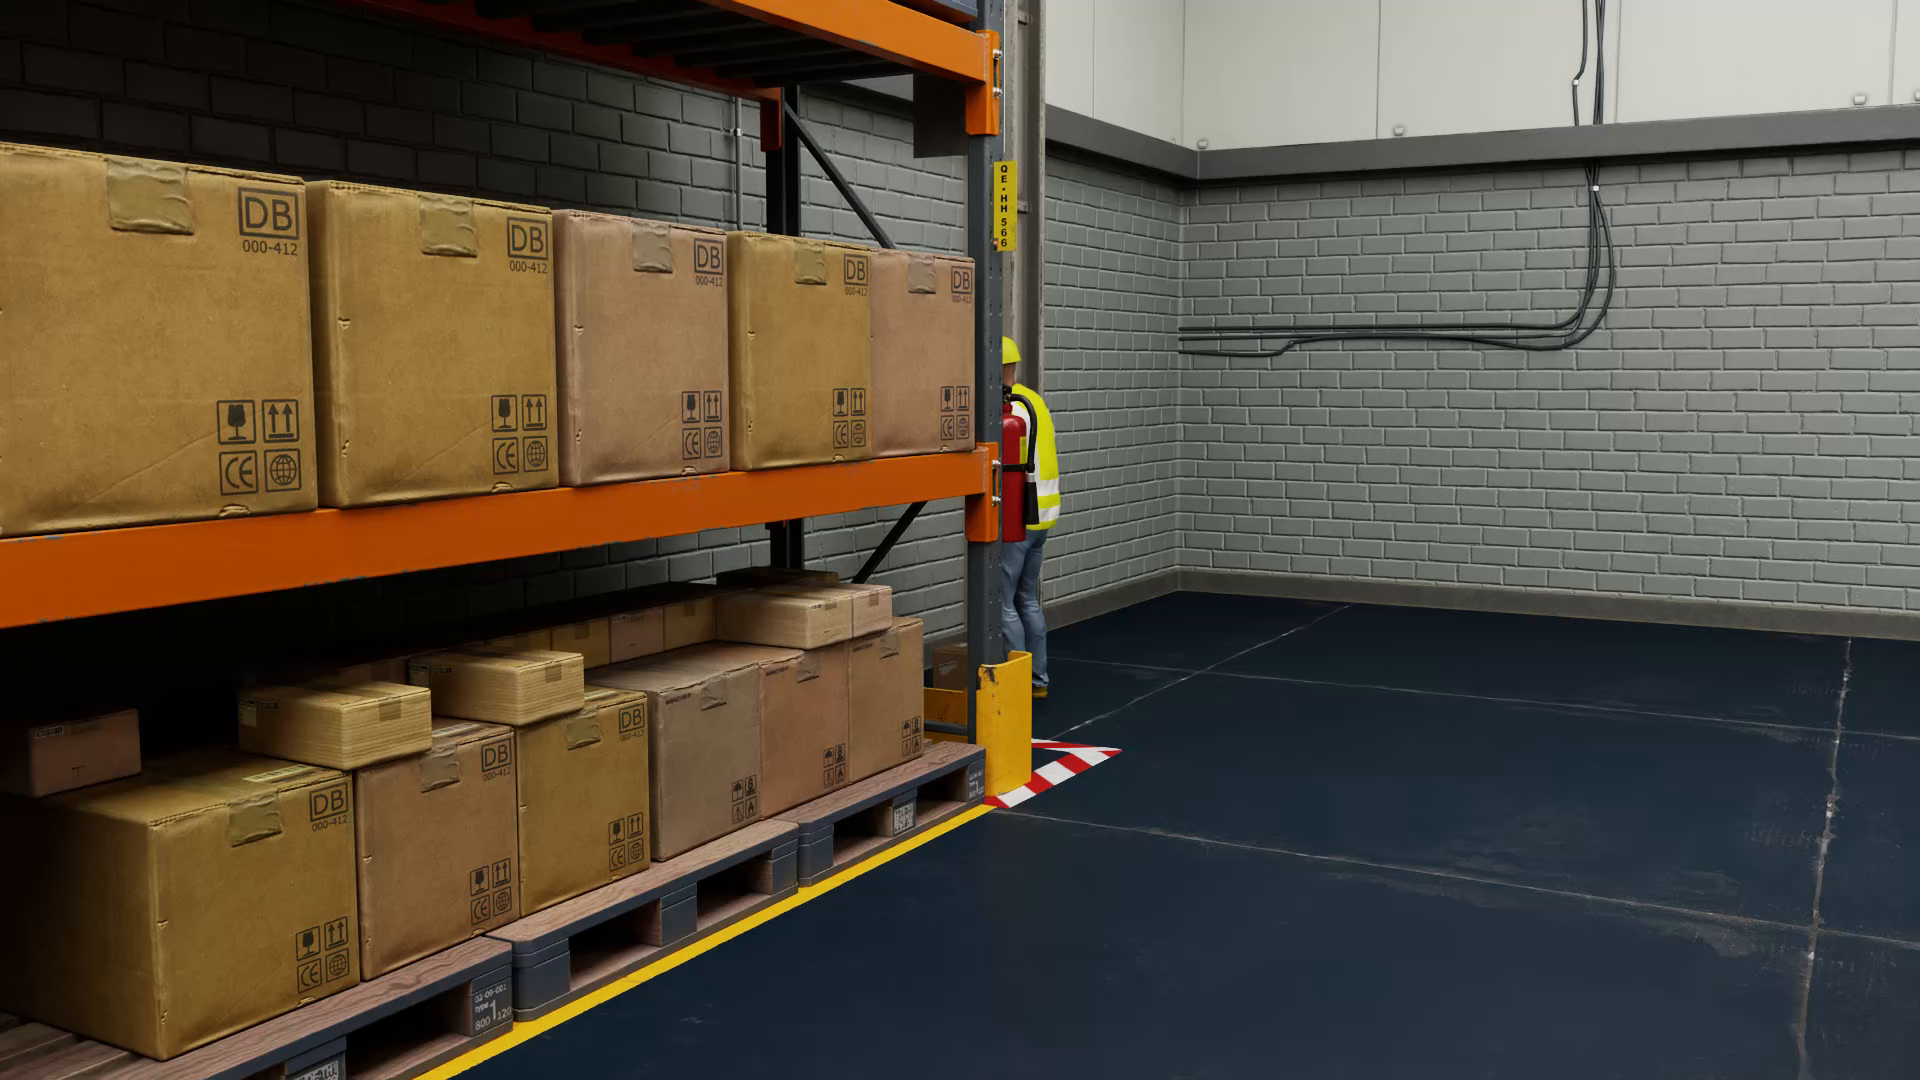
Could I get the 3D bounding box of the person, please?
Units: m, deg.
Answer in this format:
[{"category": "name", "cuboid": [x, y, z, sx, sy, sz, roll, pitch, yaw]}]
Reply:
[{"category": "person", "cuboid": [0.232, -0.091, 7.934, 0.457, 1.760, 0.635, 3, 7, 25]}]
